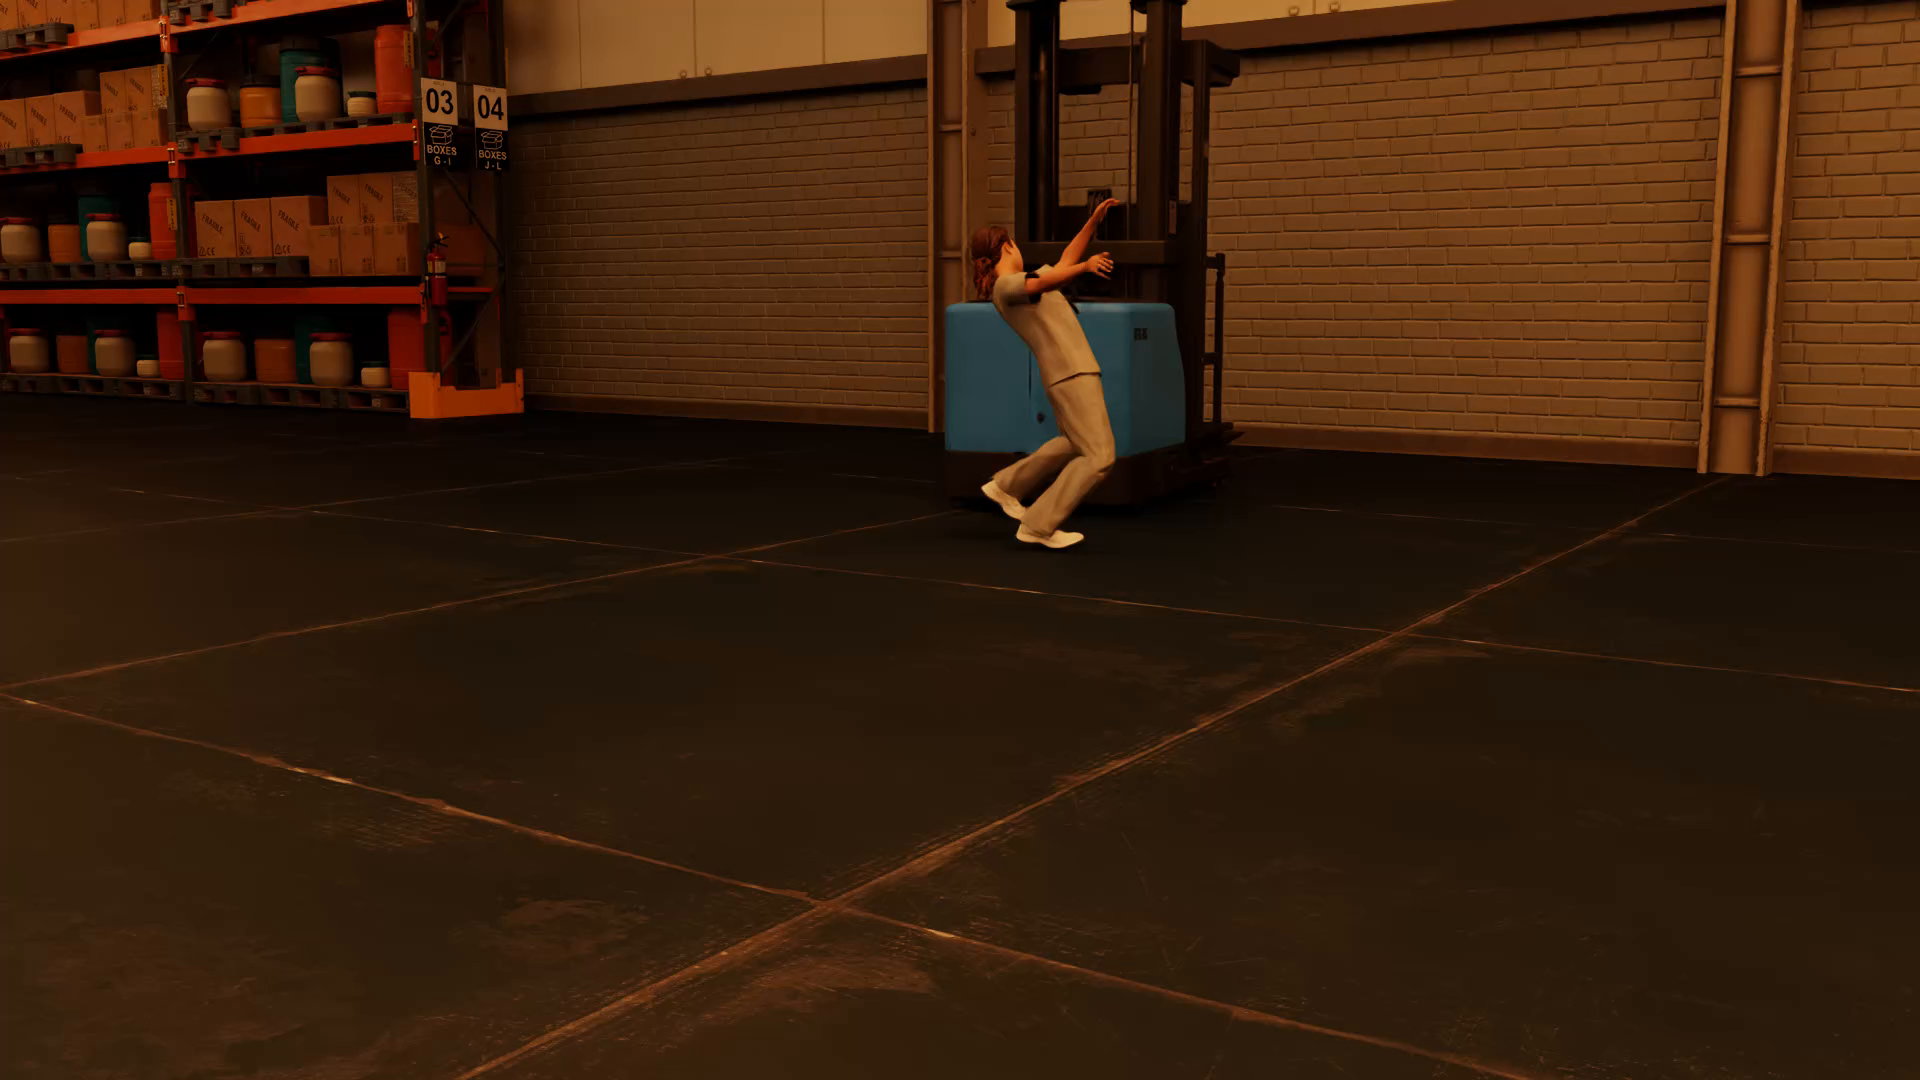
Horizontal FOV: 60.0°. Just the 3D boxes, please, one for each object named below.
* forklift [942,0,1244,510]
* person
[{"bbox_3d":[0.966,-1.775,9.673,1.130,2.935,3.031,4,9,24],"label":"forklift"},{"bbox_3d":[0.392,-0.727,7.220,0.662,1.521,0.987,-1,8,-4],"label":"person"}]
